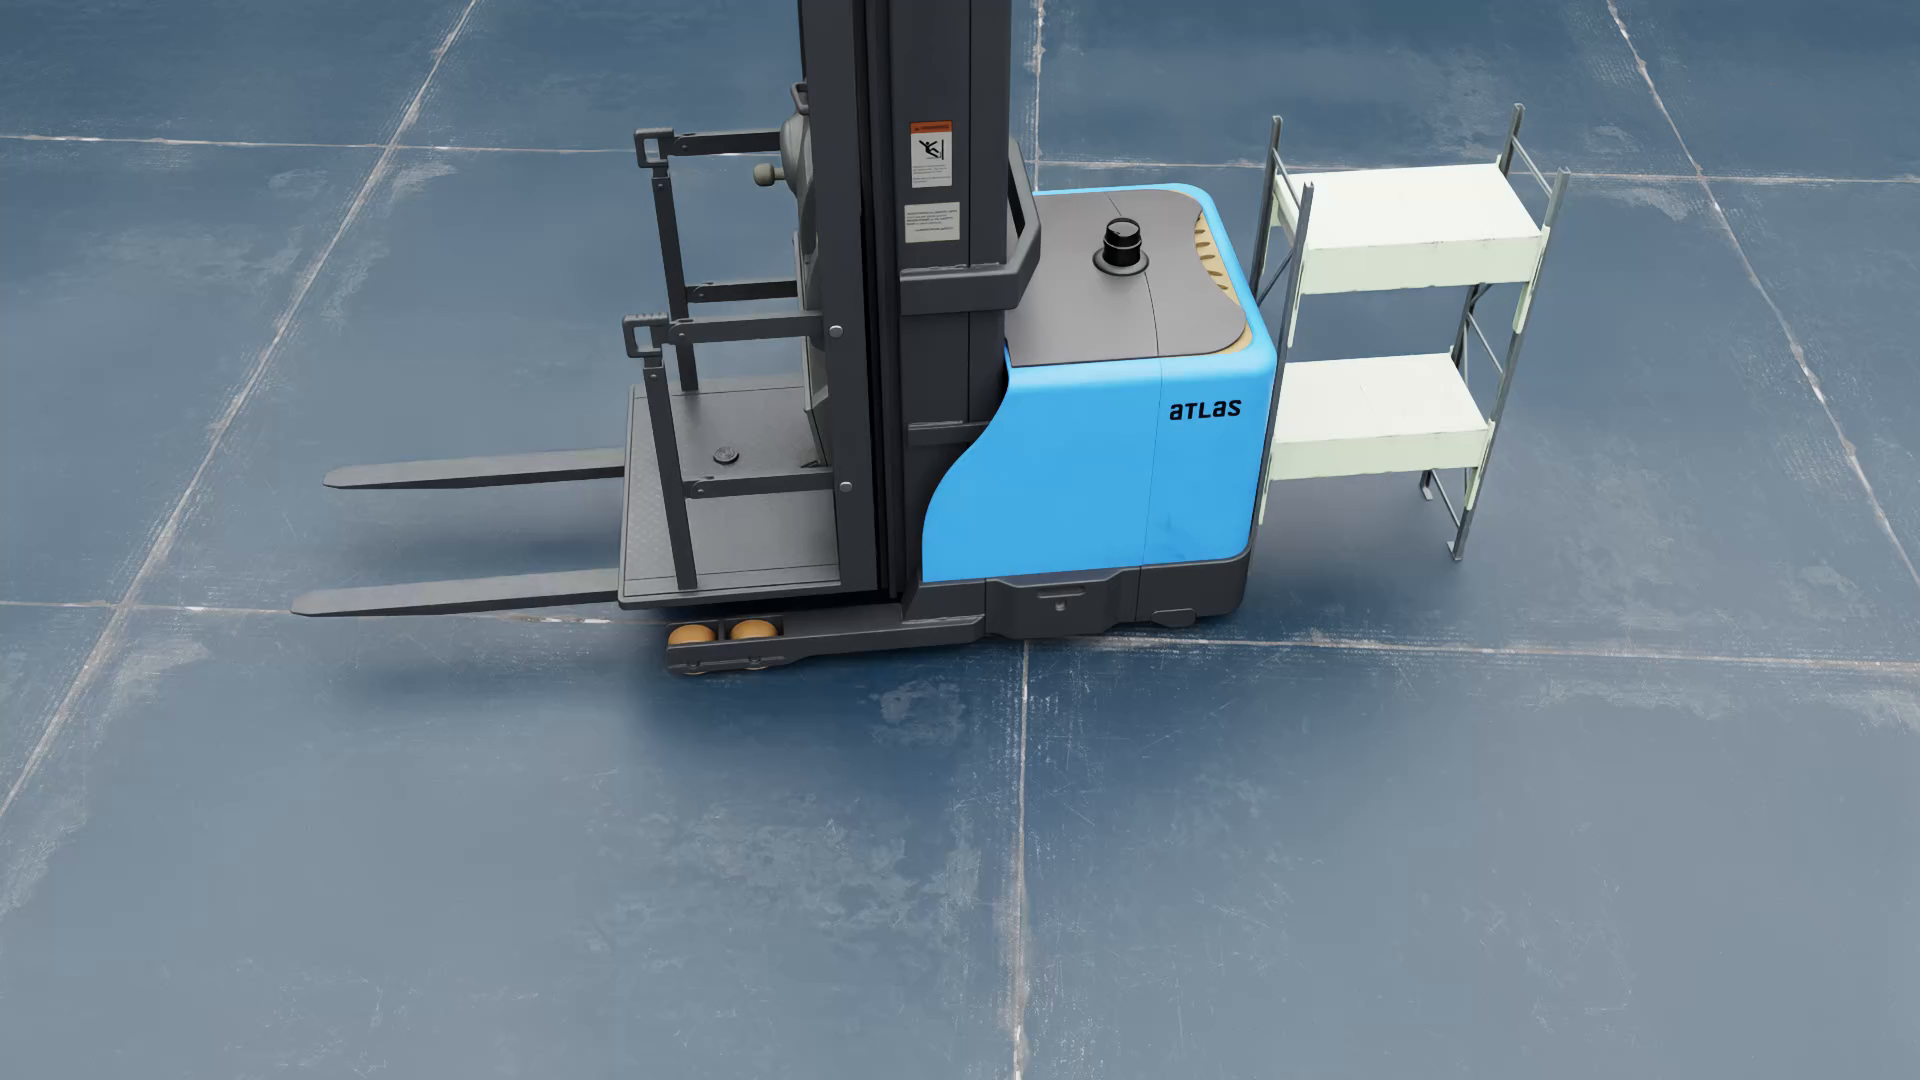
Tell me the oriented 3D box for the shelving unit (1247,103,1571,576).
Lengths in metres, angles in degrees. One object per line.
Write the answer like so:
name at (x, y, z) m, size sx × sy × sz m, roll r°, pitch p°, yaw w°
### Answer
shelving unit at (1.314, -0.588, 5.281) m, size 0.755 × 1.500 × 0.431 m, roll -4°, pitch 43°, yaw -4°

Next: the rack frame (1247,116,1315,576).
rack frame at (0.950, -0.562, 5.253) m, size 0.023 × 1.500 × 0.400 m, roll -4°, pitch 43°, yaw -4°

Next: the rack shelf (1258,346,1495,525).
rack shelf at (1.314, -0.349, 5.503) m, size 0.720 × 0.370 × 0.431 m, roll -4°, pitch 43°, yaw -4°

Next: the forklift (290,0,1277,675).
forklift at (-0.622, -1.025, 4.700) m, size 3.031 × 2.935 × 1.130 m, roll -4°, pitch 43°, yaw -5°

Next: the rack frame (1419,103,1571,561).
rack frame at (1.678, -0.613, 5.308) m, size 0.023 × 1.500 × 0.400 m, roll -4°, pitch 43°, yaw -4°

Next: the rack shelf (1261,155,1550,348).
rack shelf at (1.314, -0.873, 5.015) m, size 0.720 × 0.370 × 0.431 m, roll -4°, pitch 43°, yaw -4°
